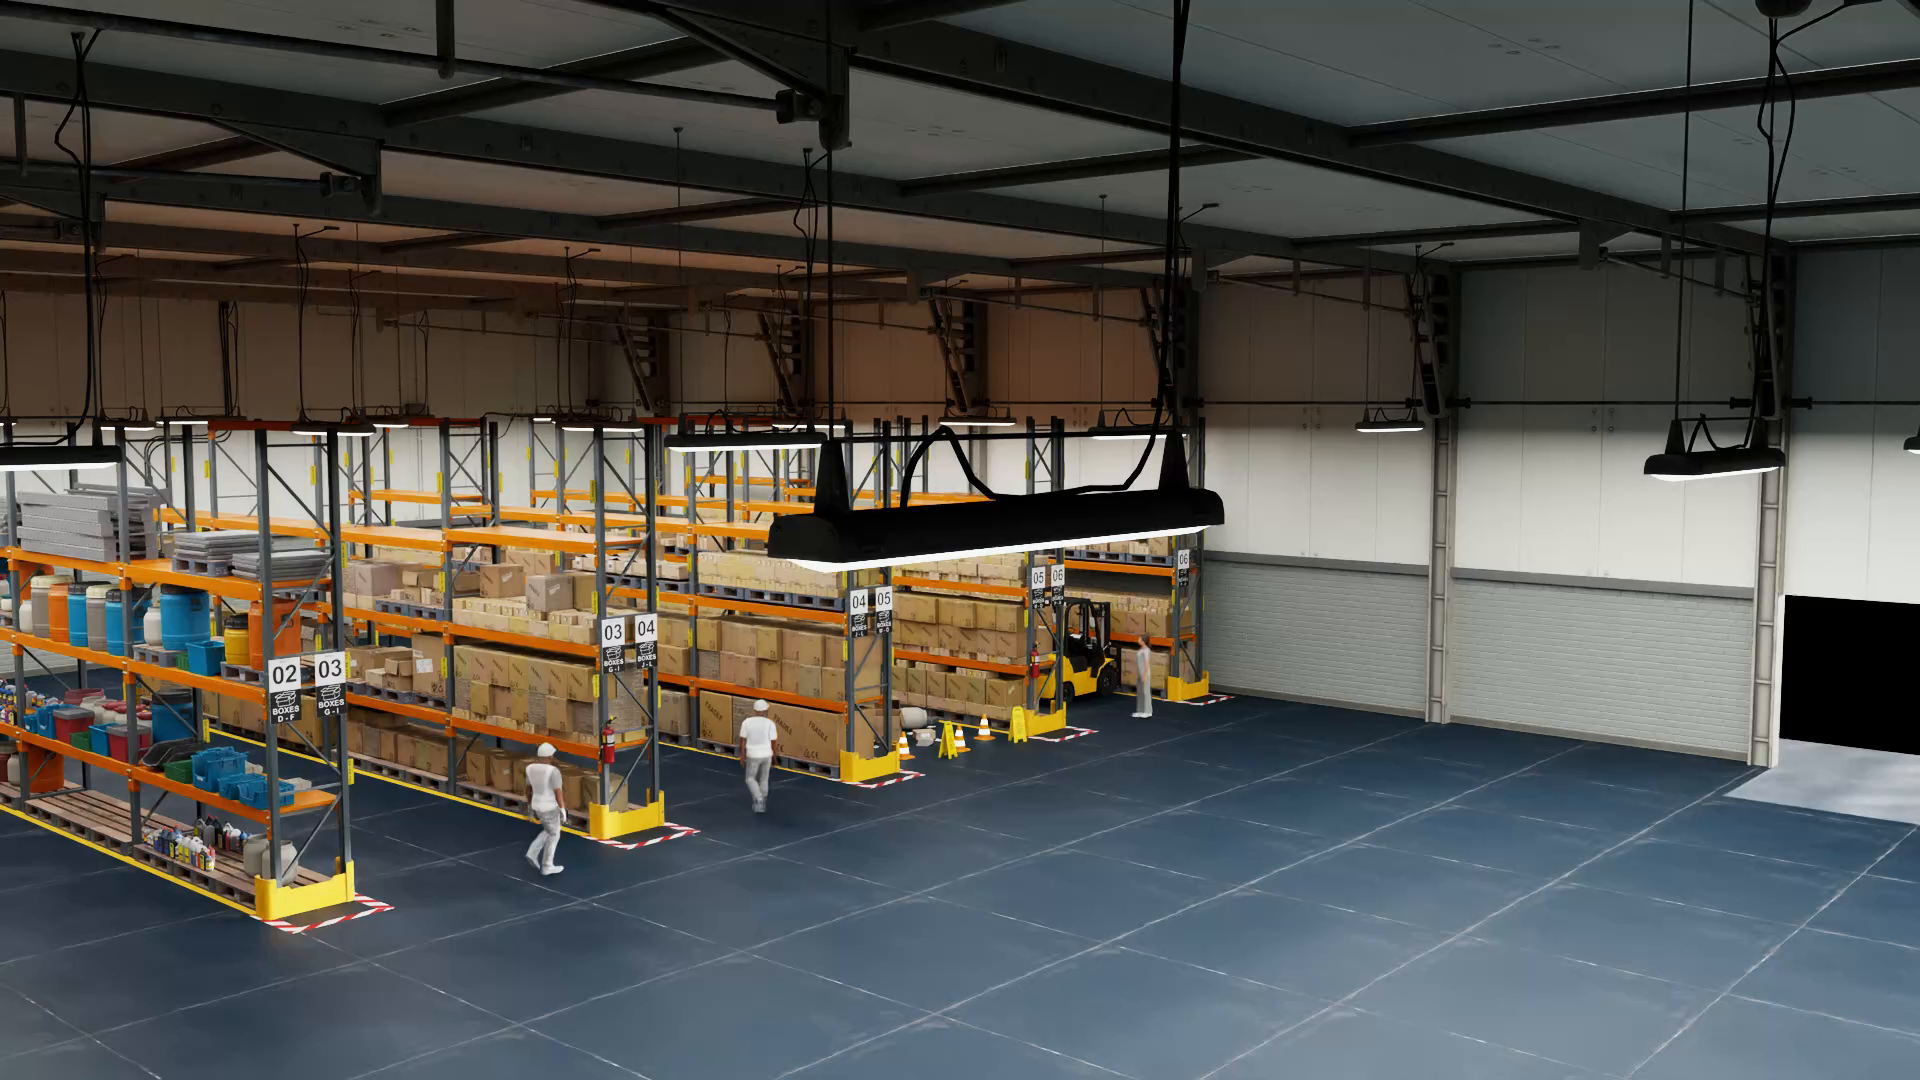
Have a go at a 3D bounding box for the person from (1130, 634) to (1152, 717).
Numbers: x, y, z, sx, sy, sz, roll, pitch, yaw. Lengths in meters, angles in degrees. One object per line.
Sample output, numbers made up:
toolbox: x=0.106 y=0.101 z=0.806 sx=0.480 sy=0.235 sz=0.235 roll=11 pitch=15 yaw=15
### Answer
person: x=3.667 y=2.737 z=33.378 sx=0.370 sy=1.673 sz=0.469 roll=-2 pitch=5 yaw=-24

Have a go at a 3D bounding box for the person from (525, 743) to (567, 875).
person: x=-5.513 y=3.581 z=22.195 sx=0.501 sy=1.774 sz=0.563 roll=-5 pitch=7 yaw=-44

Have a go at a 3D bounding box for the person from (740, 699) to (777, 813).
person: x=-3.074 y=3.322 z=25.479 sx=0.552 sy=1.758 sz=0.618 roll=-2 pitch=5 yaw=-20
